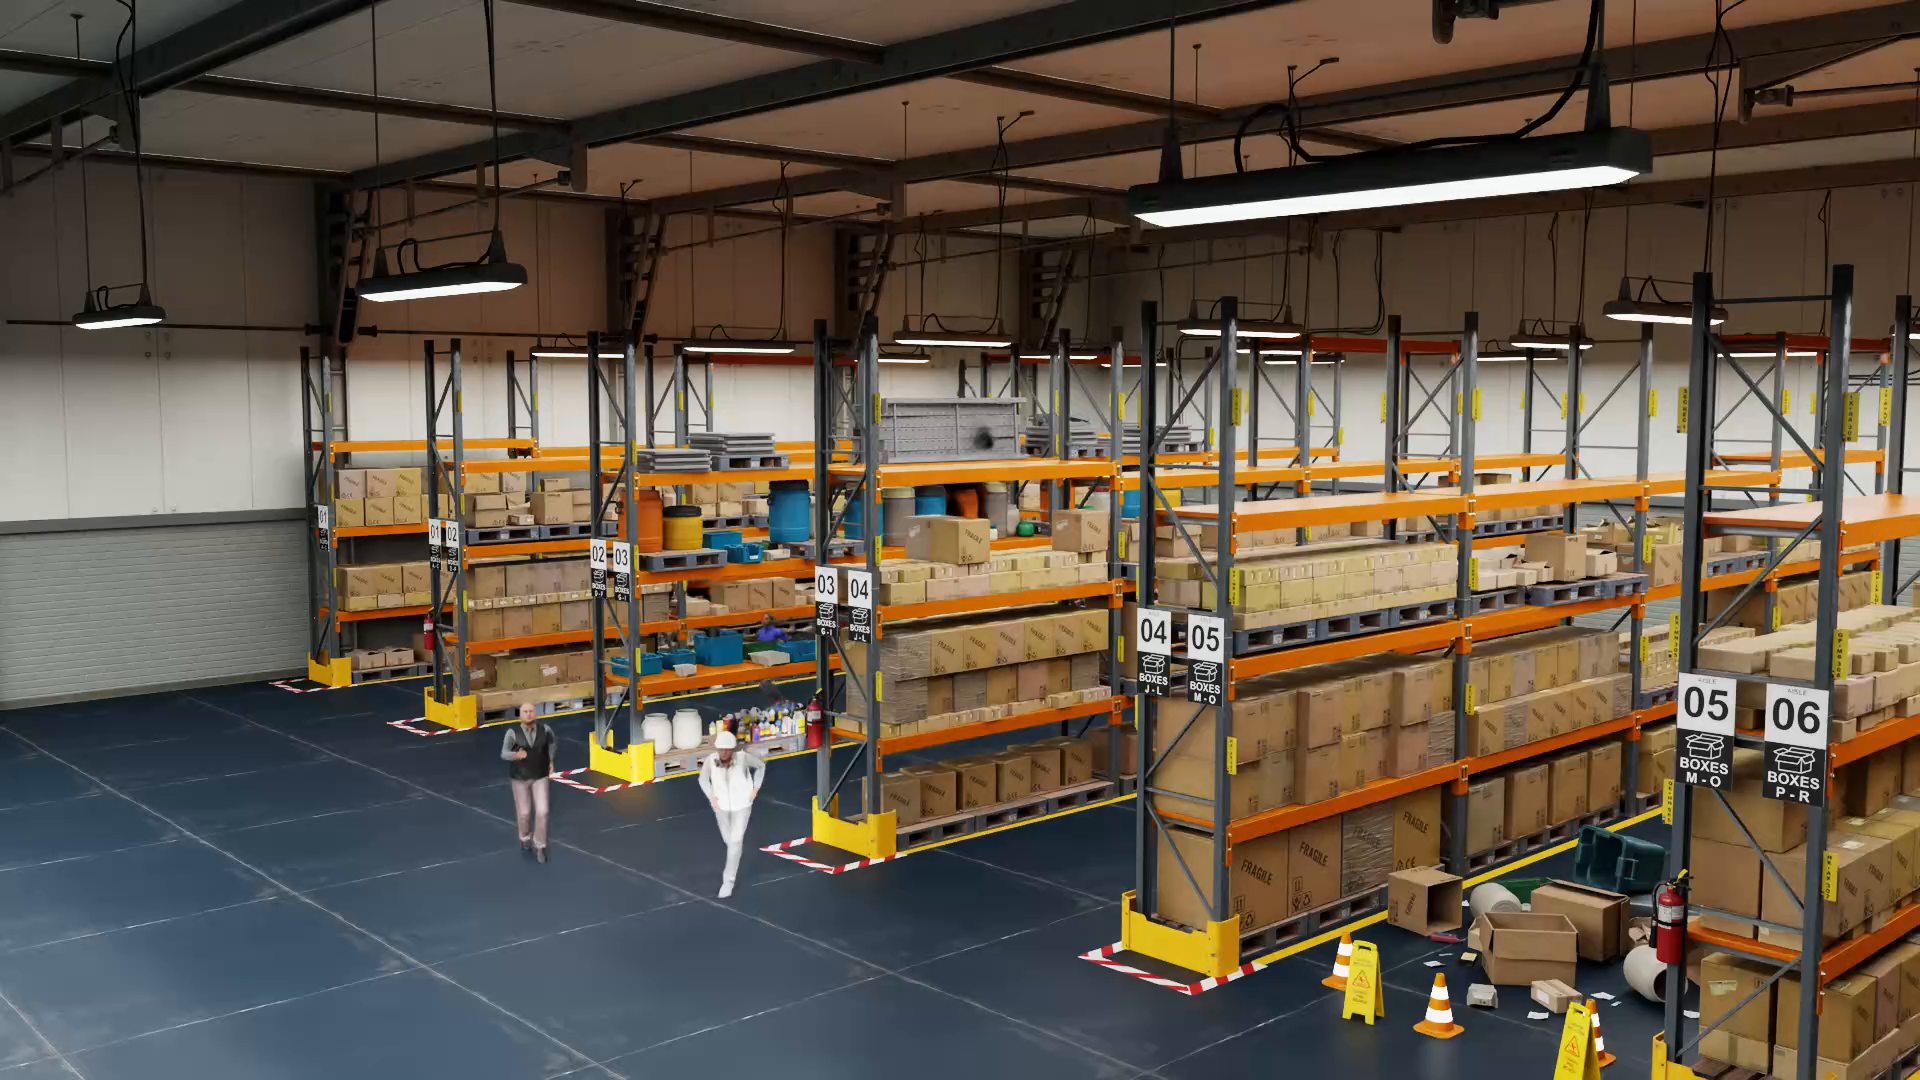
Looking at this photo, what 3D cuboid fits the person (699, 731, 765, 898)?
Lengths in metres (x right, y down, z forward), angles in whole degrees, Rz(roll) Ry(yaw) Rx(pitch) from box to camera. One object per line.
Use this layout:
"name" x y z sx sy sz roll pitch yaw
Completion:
"person" -2.382 2.798 17.480 0.693 1.734 1.035 0 5 -2

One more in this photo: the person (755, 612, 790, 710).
"person" -3.089 1.990 26.817 0.569 1.616 0.655 3 6 33

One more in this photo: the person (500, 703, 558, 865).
"person" -4.758 2.687 18.431 0.636 1.768 0.726 -2 5 -17

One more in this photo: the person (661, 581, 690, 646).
"person" -5.193 1.571 30.782 0.735 1.750 0.647 -5 7 -43
